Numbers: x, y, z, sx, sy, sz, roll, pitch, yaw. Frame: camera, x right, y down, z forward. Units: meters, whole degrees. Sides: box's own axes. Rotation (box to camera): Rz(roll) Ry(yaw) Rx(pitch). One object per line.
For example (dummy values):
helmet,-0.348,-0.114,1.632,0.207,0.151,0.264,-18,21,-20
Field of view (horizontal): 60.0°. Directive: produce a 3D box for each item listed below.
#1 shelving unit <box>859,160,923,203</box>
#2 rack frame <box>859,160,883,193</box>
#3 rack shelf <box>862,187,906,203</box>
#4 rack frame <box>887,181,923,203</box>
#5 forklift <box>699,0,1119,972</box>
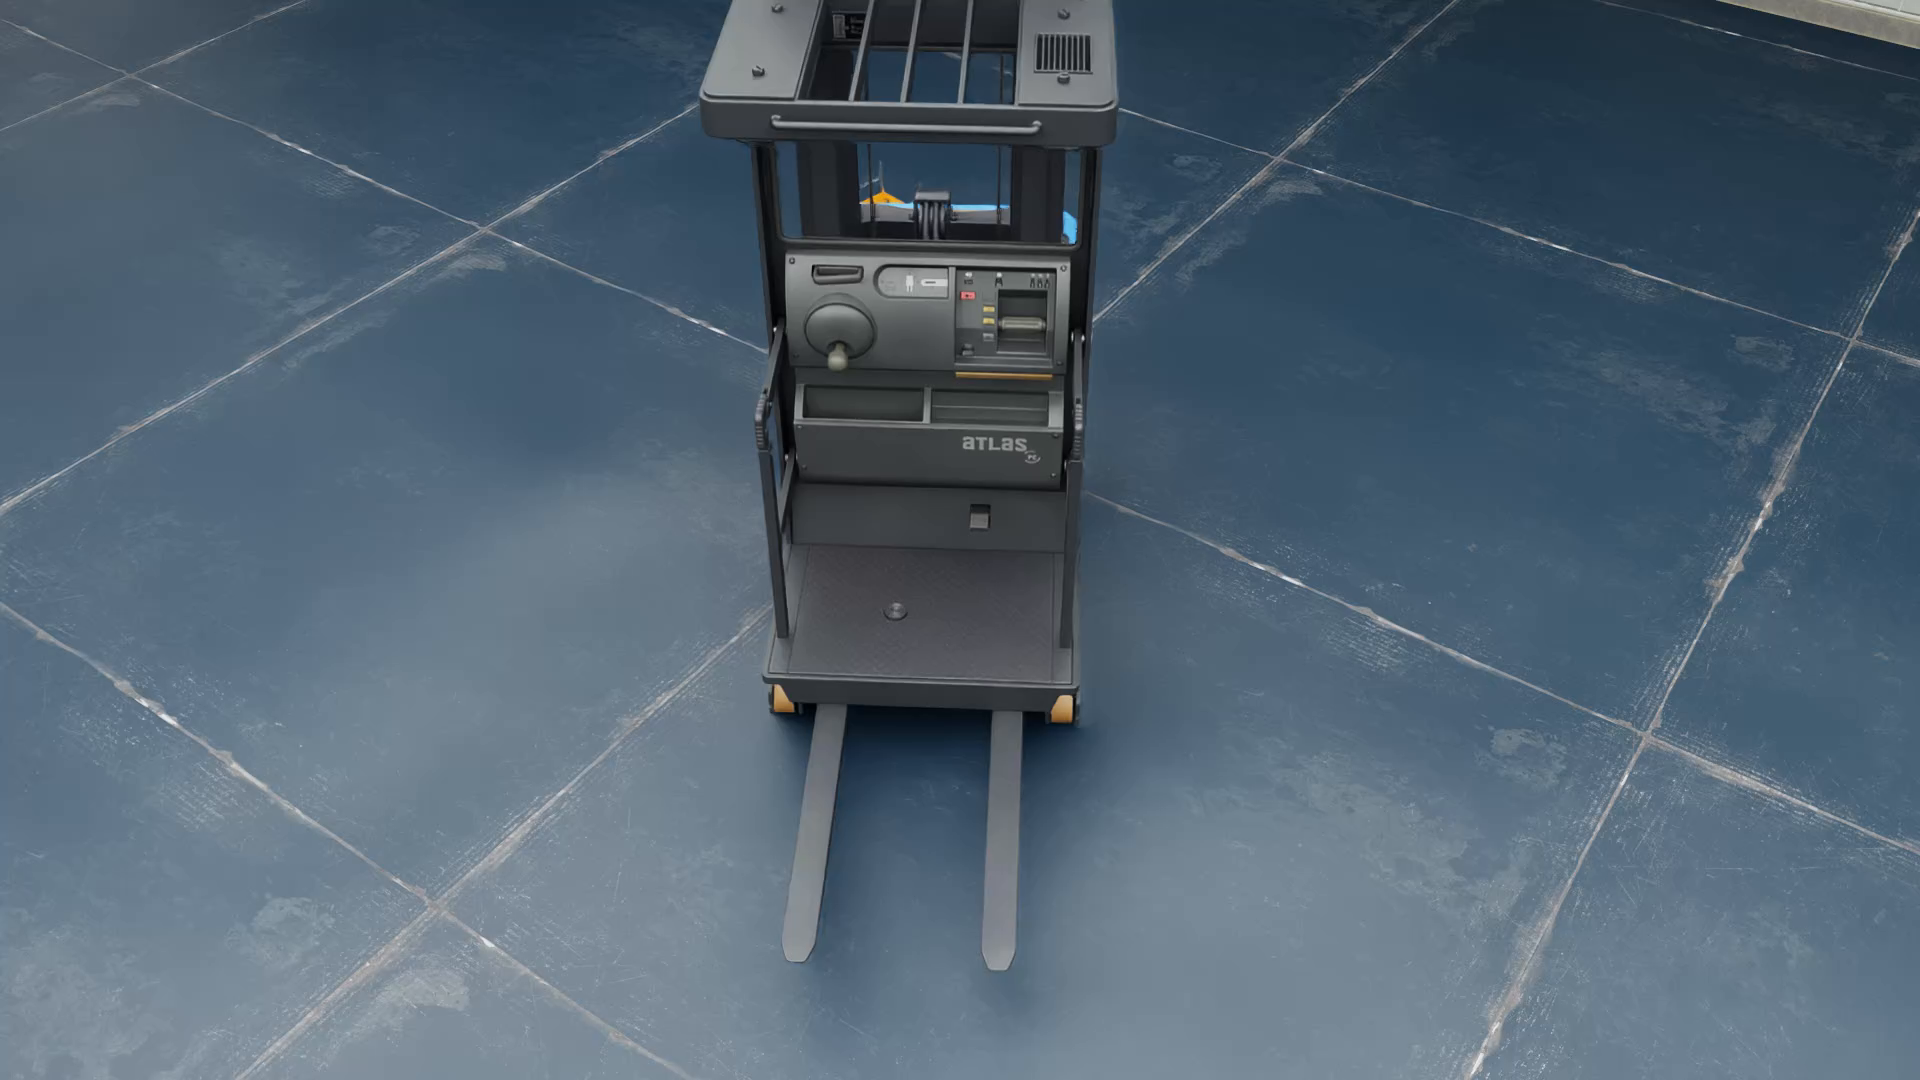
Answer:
shelving unit,-0.312,-1.090,7.181,0.252,1.050,0.215,33,51,31
rack frame,-0.400,-1.147,7.245,0.008,1.050,0.200,33,51,31
rack shelf,-0.312,-1.294,6.999,0.240,0.259,0.215,33,51,31
rack frame,-0.225,-1.034,7.118,0.008,1.050,0.200,33,51,31
forklift,-0.115,-0.657,5.286,1.130,2.935,3.031,2,42,2
